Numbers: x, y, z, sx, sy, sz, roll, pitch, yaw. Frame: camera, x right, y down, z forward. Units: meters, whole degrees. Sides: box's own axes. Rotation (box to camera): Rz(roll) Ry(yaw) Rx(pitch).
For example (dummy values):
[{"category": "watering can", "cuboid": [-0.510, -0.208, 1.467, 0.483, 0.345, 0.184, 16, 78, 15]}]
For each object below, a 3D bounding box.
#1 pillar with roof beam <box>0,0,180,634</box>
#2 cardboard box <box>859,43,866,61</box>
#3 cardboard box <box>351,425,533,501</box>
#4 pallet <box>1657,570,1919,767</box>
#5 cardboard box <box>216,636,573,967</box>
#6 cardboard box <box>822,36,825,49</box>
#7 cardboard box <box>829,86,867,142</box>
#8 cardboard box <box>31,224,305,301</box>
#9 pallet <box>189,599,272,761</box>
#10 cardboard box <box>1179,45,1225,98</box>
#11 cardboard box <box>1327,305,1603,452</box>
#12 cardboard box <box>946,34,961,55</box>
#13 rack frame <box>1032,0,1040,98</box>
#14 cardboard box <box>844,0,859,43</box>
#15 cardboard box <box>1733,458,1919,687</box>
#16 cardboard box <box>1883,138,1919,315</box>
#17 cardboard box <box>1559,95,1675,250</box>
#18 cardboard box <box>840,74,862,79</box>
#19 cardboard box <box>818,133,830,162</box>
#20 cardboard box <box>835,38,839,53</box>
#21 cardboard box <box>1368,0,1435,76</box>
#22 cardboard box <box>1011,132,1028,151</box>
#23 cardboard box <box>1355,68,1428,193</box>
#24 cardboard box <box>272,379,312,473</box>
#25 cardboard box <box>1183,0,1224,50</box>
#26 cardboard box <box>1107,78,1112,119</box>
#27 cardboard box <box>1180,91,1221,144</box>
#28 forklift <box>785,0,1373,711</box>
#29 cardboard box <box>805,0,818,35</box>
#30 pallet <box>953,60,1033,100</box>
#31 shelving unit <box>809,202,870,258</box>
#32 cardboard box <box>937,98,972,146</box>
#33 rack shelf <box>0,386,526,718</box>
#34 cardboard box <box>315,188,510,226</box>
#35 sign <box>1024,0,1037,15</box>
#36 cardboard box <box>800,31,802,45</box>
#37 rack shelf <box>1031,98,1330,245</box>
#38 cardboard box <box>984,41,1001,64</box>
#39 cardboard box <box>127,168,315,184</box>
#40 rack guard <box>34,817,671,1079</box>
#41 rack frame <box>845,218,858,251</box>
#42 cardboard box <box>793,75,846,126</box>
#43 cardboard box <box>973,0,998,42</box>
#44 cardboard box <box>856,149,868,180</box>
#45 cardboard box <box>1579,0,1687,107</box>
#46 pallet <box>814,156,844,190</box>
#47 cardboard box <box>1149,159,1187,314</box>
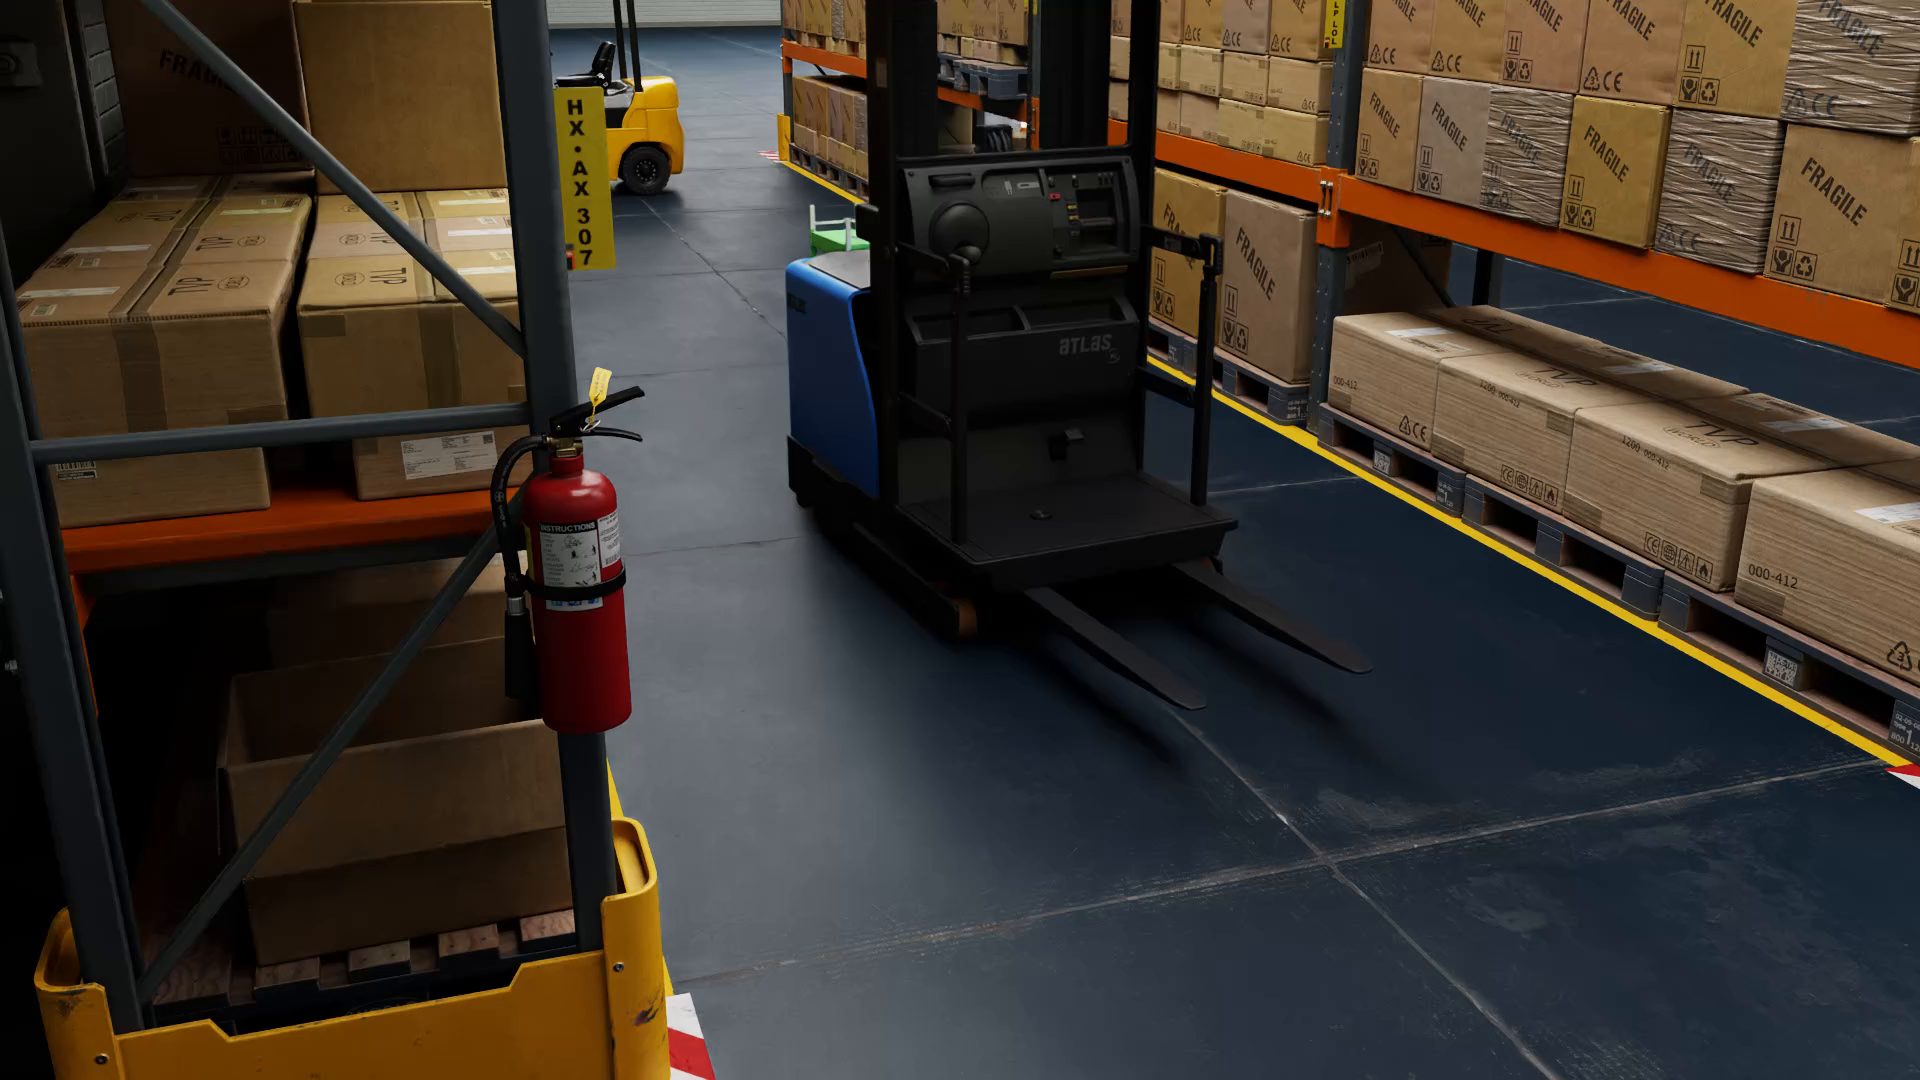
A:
[{"category": "pillar with roof beam", "cuboid": [0.992, -4.432, 5.945, 9.100, 9.000, 0.400, -6, 21, -17]}, {"category": "cardboard box", "cuboid": [-0.737, -4.599, 15.654, 0.380, 0.149, 0.250, -6, 21, -16]}, {"category": "cardboard box", "cuboid": [-1.044, -0.204, 3.418, 0.380, 0.149, 0.250, -7, 21, -18]}, {"category": "pallet", "cuboid": [3.184, 0.348, 5.635, 1.003, 0.211, 1.213, -6, 21, -17]}, {"category": "cardboard box", "cuboid": [-1.303, 0.584, 3.926, 0.797, 0.503, 0.637, -7, 21, -19]}, {"category": "cardboard box", "cuboid": [-1.220, -5.184, 17.282, 0.380, 0.149, 0.250, -6, 21, -15]}, {"category": "cardboard box", "cuboid": [-1.025, -4.311, 16.819, 0.500, 0.500, 0.500, -5, 20, -14]}, {"category": "cardboard box", "cuboid": [-1.758, -0.542, 3.769, 0.500, 0.250, 0.500, -6, 21, -17]}, {"category": "pallet", "cuboid": [-1.856, 0.454, 5.340, 1.003, 0.211, 1.213, -6, 21, -17]}, {"category": "cardboard box", "cuboid": [1.551, -2.605, 9.214, 0.500, 0.250, 0.500, -6, 21, -16]}, {"category": "cardboard box", "cuboid": [2.348, -0.778, 7.815, 0.875, 0.438, 0.875, -7, 21, -18]}, {"category": "cardboard box", "cuboid": [0.107, -3.931, 13.175, 0.380, 0.149, 0.250, -7, 21, -19]}, {"category": "rack frame", "cuboid": [0.996, -3.283, 11.619, 1.000, 3.000, 0.127, -6, 21, -17]}, {"category": "cardboard box", "cuboid": [-0.806, -5.034, 15.907, 0.500, 0.500, 0.500, -6, 21, -15]}, {"category": "cardboard box", "cuboid": [3.208, 0.091, 5.394, 0.875, 0.438, 0.875, -7, 21, -19]}, {"category": "cardboard box", "cuboid": [3.107, -0.890, 4.808, 0.500, 0.500, 0.500, -6, 21, -17]}, {"category": "cardboard box", "cuboid": [2.618, -1.381, 6.175, 0.500, 0.500, 0.500, -6, 21, -16]}, {"category": "cardboard box", "cuboid": [-1.020, -4.877, 18.395, 0.500, 0.500, 0.500, -6, 21, -17]}, {"category": "cardboard box", "cuboid": [-1.191, -4.127, 17.416, 0.500, 0.250, 0.500, -5, 20, -14]}, {"category": "cardboard box", "cuboid": [-1.027, -4.930, 16.577, 0.380, 0.149, 0.250, -7, 21, -18]}, {"category": "cardboard box", "cuboid": [2.172, -2.339, 7.363, 0.500, 0.500, 0.500, -6, 21, -17]}, {"category": "cardboard box", "cuboid": [0.693, -3.880, 16.975, 0.500, 0.500, 0.500, 8, 21, 20]}, {"category": "cardboard box", "cuboid": [2.152, -1.868, 7.532, 0.500, 0.500, 0.500, -6, 21, -15]}, {"category": "cardboard box", "cuboid": [-1.581, -0.235, 3.504, 0.380, 0.149, 0.250, -6, 21, -16]}, {"category": "cardboard box", "cuboid": [1.564, -2.964, 9.104, 0.500, 0.500, 0.500, -6, 21, -16]}, {"category": "cardboard box", "cuboid": [1.089, -2.866, 10.680, 0.500, 0.250, 0.500, -7, 21, -19]}, {"category": "cardboard box", "cuboid": [1.573, -2.374, 9.309, 0.500, 0.250, 0.500, -7, 21, -19]}, {"category": "forklift", "cuboid": [0.329, -1.183, 5.875, 1.130, 2.935, 3.031, -9, 22, -24]}, {"category": "cardboard box", "cuboid": [-1.306, -5.527, 17.278, 0.500, 0.500, 0.500, -7, 21, -18]}, {"category": "pallet", "cuboid": [0.670, -3.410, 12.257, 1.213, 0.211, 1.003, -6, 21, -17]}, {"category": "shelving unit", "cuboid": [-0.480, -0.918, 7.681, 0.258, 1.200, 0.503, -8, 20, -22]}, {"category": "cardboard box", "cuboid": [-0.191, -4.041, 16.067, 0.500, 0.500, 0.500, -5, 20, -15]}, {"category": "rack shelf", "cuboid": [-1.830, -0.490, 4.909, 1.077, 0.370, 4.000, -6, 21, -17]}, {"category": "cardboard box", "cuboid": [-1.409, -0.755, 4.363, 0.500, 0.250, 0.500, -7, 21, -18]}, {"category": "sign", "cuboid": [0.483, -3.730, 11.268, 0.100, 0.325, 0.005, -6, 21, -17]}, {"category": "cardboard box", "cuboid": [-1.509, -5.428, 17.962, 0.380, 0.149, 0.250, -7, 21, -19]}, {"category": "rack shelf", "cuboid": [1.624, -2.303, 9.954, 1.077, 0.370, 4.000, -6, 21, -17]}, {"category": "cardboard box", "cuboid": [0.394, -3.597, 12.244, 0.380, 0.149, 0.250, -7, 21, -18]}, {"category": "cardboard box", "cuboid": [-2.234, -1.027, 5.119, 0.500, 0.250, 0.500, -6, 21, -16]}, {"category": "rack guard", "cuboid": [-1.225, 0.965, 3.491, 1.175, 0.500, 0.348, -6, 21, -17]}, {"category": "rack frame", "cuboid": [-0.383, -0.848, 7.468, 0.240, 1.200, 0.015, -8, 20, -22]}, {"category": "cardboard box", "cuboid": [-1.520, -4.811, 18.210, 0.500, 0.500, 0.500, -7, 21, -19]}, {"category": "cardboard box", "cuboid": [0.416, -3.949, 12.264, 0.500, 0.500, 0.500, -7, 21, -18]}, {"category": "cardboard box", "cuboid": [-0.703, -3.631, 16.036, 0.500, 0.250, 0.500, -5, 20, -15]}, {"category": "cardboard box", "cuboid": [2.632, -1.848, 5.997, 0.500, 0.500, 0.500, -7, 21, -18]}, {"category": "pallet", "cuboid": [-0.894, -3.858, 17.346, 1.003, 0.211, 1.213, -6, 21, -17]}, {"category": "cardboard box", "cuboid": [1.410, -1.964, 10.468, 0.875, 0.875, 0.875, -6, 21, -17]}]
